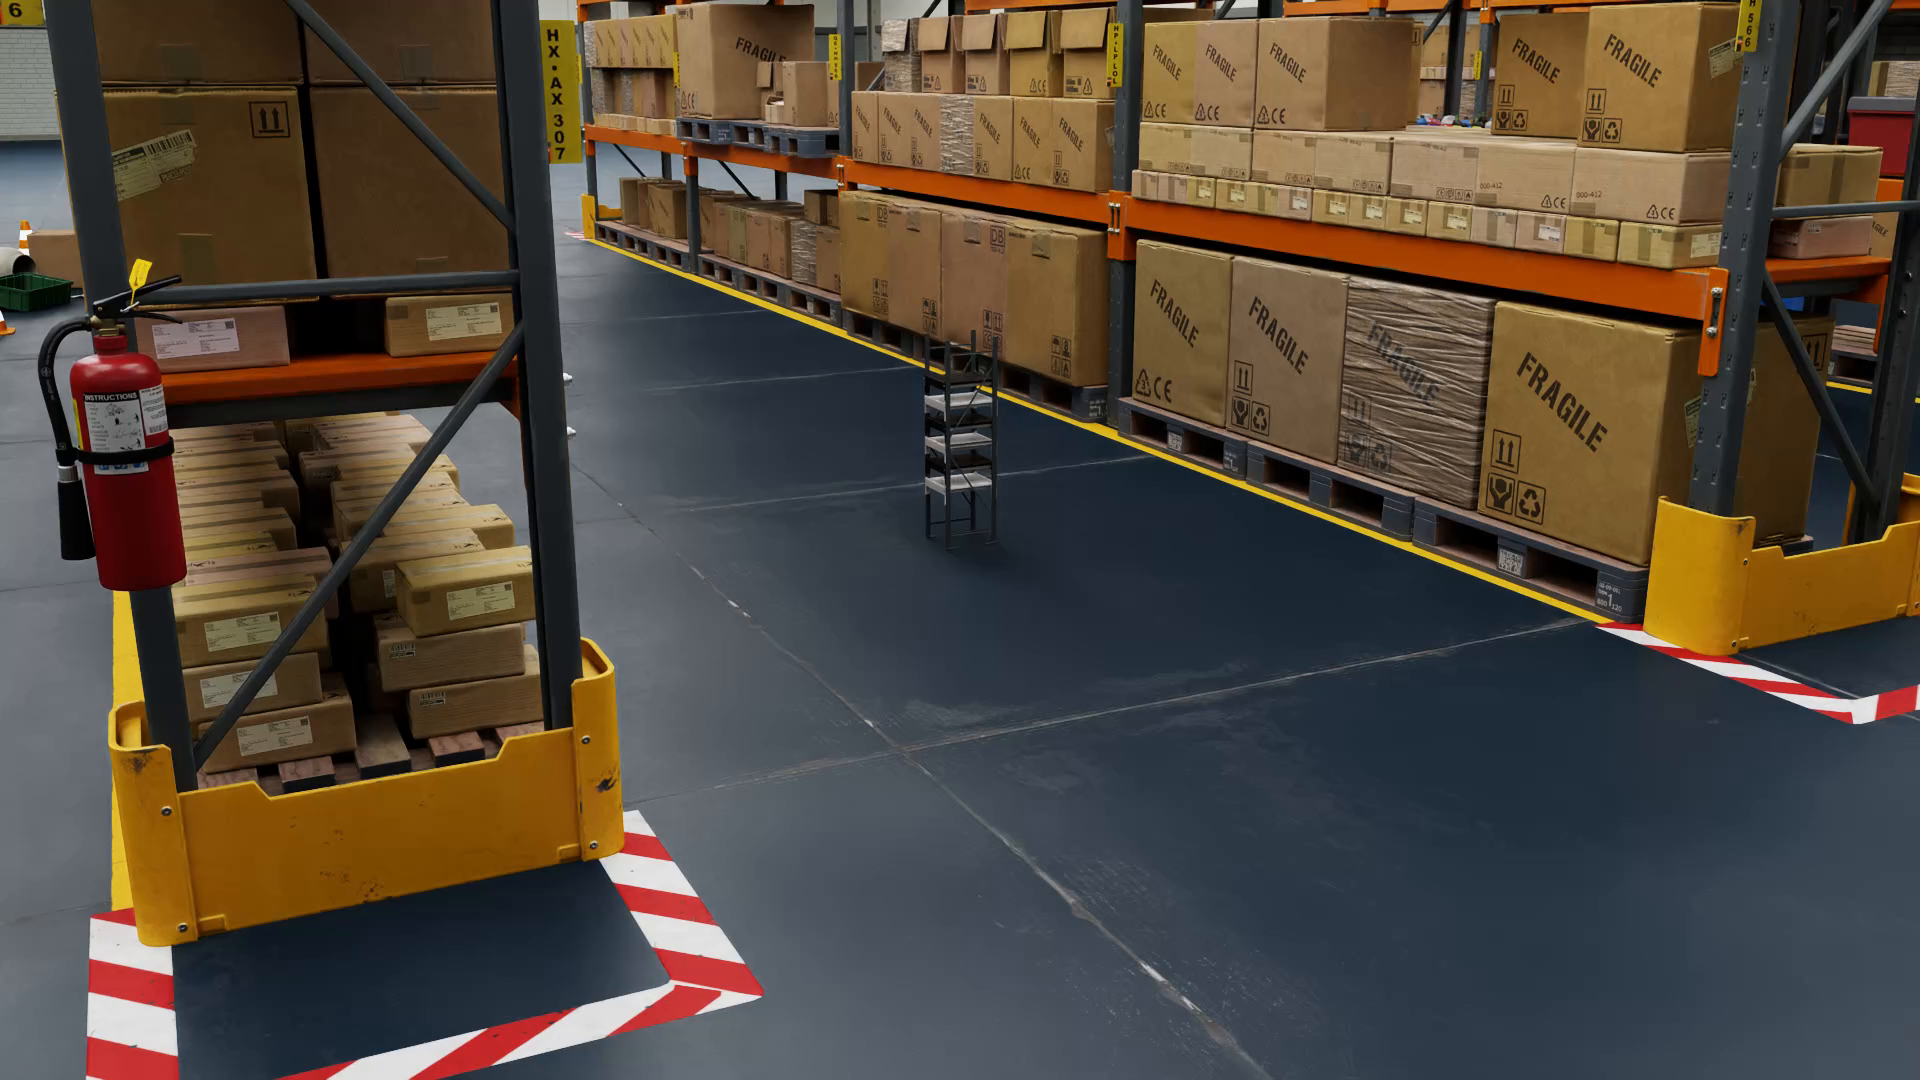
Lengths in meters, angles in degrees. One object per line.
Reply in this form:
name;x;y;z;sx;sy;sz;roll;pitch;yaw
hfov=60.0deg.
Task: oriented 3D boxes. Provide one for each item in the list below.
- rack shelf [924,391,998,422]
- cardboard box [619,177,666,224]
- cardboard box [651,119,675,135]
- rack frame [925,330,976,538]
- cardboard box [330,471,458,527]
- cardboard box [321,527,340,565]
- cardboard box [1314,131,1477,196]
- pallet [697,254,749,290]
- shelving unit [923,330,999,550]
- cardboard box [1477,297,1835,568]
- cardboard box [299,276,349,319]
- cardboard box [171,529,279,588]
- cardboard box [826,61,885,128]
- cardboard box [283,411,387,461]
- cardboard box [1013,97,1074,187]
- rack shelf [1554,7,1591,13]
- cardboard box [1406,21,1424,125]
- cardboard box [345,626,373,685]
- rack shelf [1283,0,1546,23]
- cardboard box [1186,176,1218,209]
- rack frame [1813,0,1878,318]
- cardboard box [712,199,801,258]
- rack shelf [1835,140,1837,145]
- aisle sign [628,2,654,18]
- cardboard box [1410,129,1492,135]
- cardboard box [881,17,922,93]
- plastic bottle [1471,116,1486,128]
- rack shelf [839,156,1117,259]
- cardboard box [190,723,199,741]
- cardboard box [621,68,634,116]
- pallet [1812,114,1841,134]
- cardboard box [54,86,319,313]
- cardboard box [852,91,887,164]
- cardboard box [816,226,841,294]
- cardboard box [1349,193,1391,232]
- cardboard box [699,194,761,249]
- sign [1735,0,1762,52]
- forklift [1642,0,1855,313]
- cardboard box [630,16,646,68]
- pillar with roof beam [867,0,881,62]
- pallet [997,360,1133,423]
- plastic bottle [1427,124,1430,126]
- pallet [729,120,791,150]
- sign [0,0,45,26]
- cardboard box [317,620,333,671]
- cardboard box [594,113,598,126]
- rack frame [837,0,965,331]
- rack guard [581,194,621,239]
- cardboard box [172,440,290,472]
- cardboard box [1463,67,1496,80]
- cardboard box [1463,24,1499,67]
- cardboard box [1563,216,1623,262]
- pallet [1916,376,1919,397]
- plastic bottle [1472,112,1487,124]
rack shelf;0.004;-0.572;7.079;0.258;0.077;0.200;-8;18;-25
cardboard box;-3.684;-3.957;19.372;0.500;0.500;0.500;-4;17;-15
cardboard box;-2.915;-4.200;16.903;0.380;0.149;0.250;-8;18;-25
rack frame;-0.041;-0.456;7.207;0.240;0.900;0.006;-8;18;-25
cardboard box;-1.880;-0.114;5.537;0.380;0.149;0.250;-7;17;-23
cardboard box;-1.907;0.037;5.552;0.380;0.149;0.250;-9;18;-28
cardboard box;1.939;-1.686;7.420;0.500;0.250;0.500;-8;18;-25
pallet;-1.848;-2.588;15.888;1.003;0.211;1.213;-8;18;-25
shelving unit;0.004;-0.431;7.120;0.258;0.900;0.210;-8;18;-25
cardboard box;2.715;-0.476;6.561;0.875;0.875;0.875;-8;18;-25
cardboard box;-1.739;-0.750;4.882;0.380;0.149;0.250;-7;17;-22
cardboard box;-2.182;0.092;4.821;0.380;0.149;0.250;-8;18;-26
cardboard box;-0.710;-3.509;13.097;0.500;0.500;0.500;-10;19;-32
cardboard box;-2.492;-0.431;6.644;0.380;0.149;0.250;-7;17;-23
cardboard box;0.654;-2.393;9.969;0.500;0.500;0.500;-7;17;-23
rack shelf;10.292;-7.509;23.847;1.077;0.370;4.000;-8;18;-25
cardboard box;1.972;-2.363;8.420;0.500;0.500;0.500;-7;18;-24
cardboard box;-1.681;0.312;5.132;0.380;0.149;0.250;-7;18;-24
rack shelf;5.840;-6.910;21.757;1.077;0.370;4.000;-8;18;-25
cardboard box;1.376;-1.773;8.448;0.380;0.149;0.250;-7;17;-23
rack frame;5.767;-2.737;11.349;1.000;3.000;0.127;-8;18;-25
cardboard box;-1.941;-2.977;15.920;0.700;0.500;0.500;-9;18;-29
rack shelf;9.345;-3.484;15.259;1.077;0.370;4.000;-8;18;-25
aisle sign;-3.700;-6.415;19.453;0.394;0.787;0.004;-8;18;-25
cardboard box;2.415;-1.751;7.646;0.500;0.250;0.500;-8;18;-26
cardboard box;-0.132;-3.477;11.928;0.797;0.503;0.637;-7;17;-23
plastic bottle;4.235;-3.315;13.577;0.061;0.283;0.133;-8;18;-25
rack shelf;0.438;-2.288;11.090;1.077;0.370;4.000;-8;18;-25
cardboard box;-2.058;0.440;4.687;0.380;0.149;0.250;-7;17;-23
cardboard box;-3.219;-4.926;18.258;0.875;0.500;0.500;-8;18;-25
pallet;8.829;-4.074;16.358;1.213;0.211;1.003;-8;18;-25
cardboard box;-1.864;-0.843;4.031;0.500;0.500;0.500;-7;18;-24
cardboard box;-0.470;-3.025;12.171;0.500;0.500;0.500;-7;17;-23
cardboard box;-0.749;-2.304;13.574;0.700;0.500;0.500;-9;18;-28
cardboard box;1.945;-1.453;7.331;0.380;0.149;0.250;-7;18;-24
cardboard box;-2.330;-3.226;16.825;0.500;0.500;0.500;-8;18;-27
sign;2.573;-1.754;5.398;0.100;0.325;0.005;-8;18;-25
forklift;4.541;-2.252;9.784;1.130;2.935;3.031;9;18;29
cardboard box;-3.073;-5.120;17.120;0.500;0.500;0.500;-8;18;-25
pillar with roof beam;-6.513;-16.642;48.930;9.100;9.000;0.400;-8;18;-25
pallet;0.909;-0.980;10.283;1.003;0.211;1.213;-8;18;-25
plastic bottle;3.982;-3.430;14.126;0.097;0.201;0.097;0;16;0
pallet;-1.342;-3.524;14.439;1.003;0.211;1.213;-8;18;-25
sign;-1.944;-1.218;3.386;0.100;0.325;0.005;-8;18;-25
cardboard box;-1.990;0.286;4.684;0.380;0.149;0.250;-8;18;-26
cardboard box;-4.032;-4.893;19.320;0.380;0.149;0.250;-8;18;-25
rack frame;-0.438;-3.130;12.719;1.000;3.000;0.127;-8;18;-25
rack guard;-3.909;-3.893;19.911;1.175;0.500;0.348;-8;18;-25
cardboard box;-2.635;-0.246;5.999;0.380;0.149;0.250;-8;18;-27
cardboard box;6.405;-5.719;20.385;0.380;0.149;0.250;-8;18;-25
cardboard box;6.516;-6.099;20.532;0.700;0.500;0.500;-8;18;-25
cardboard box;2.499;-1.138;6.234;0.380;0.149;0.250;-7;18;-24
pallet;6.662;-0.916;10.059;1.003;0.211;1.213;-8;18;-25
plastic bottle;4.575;-3.624;14.651;0.061;0.283;0.133;-8;18;-25
